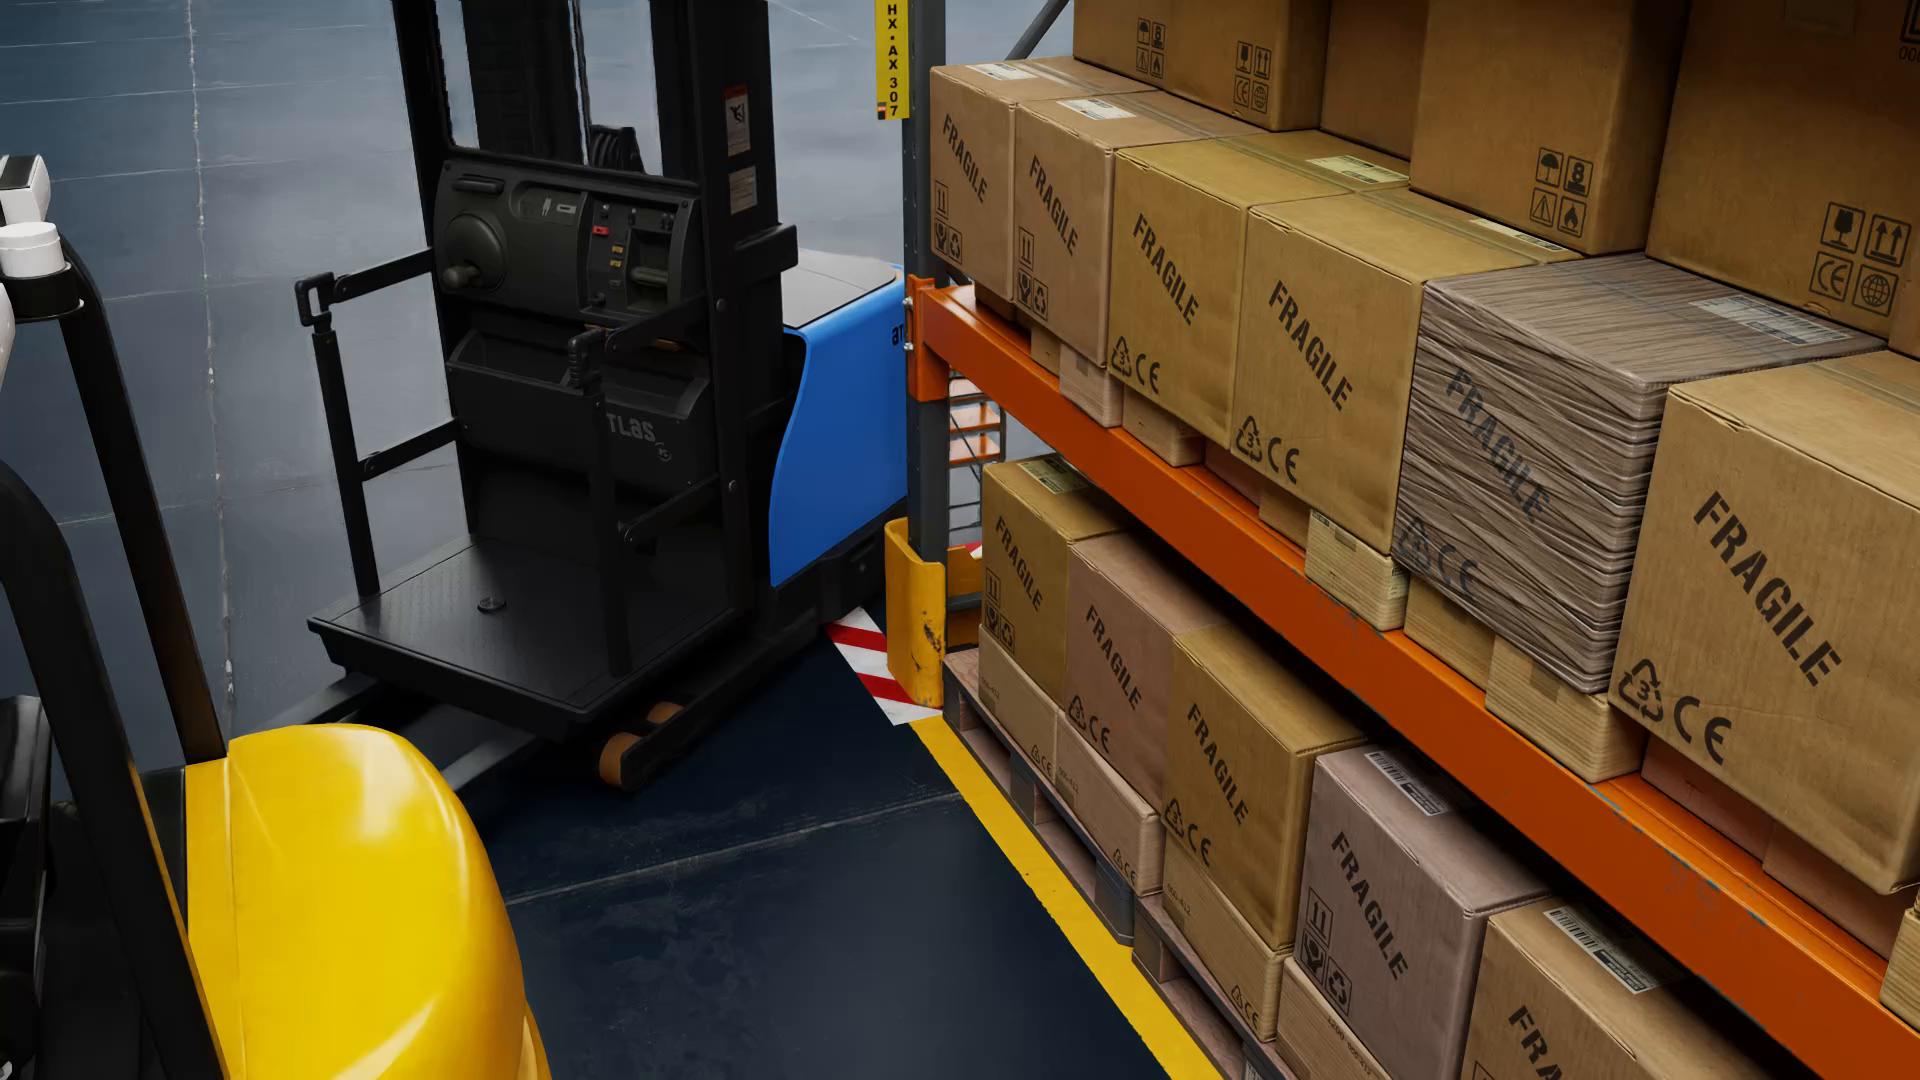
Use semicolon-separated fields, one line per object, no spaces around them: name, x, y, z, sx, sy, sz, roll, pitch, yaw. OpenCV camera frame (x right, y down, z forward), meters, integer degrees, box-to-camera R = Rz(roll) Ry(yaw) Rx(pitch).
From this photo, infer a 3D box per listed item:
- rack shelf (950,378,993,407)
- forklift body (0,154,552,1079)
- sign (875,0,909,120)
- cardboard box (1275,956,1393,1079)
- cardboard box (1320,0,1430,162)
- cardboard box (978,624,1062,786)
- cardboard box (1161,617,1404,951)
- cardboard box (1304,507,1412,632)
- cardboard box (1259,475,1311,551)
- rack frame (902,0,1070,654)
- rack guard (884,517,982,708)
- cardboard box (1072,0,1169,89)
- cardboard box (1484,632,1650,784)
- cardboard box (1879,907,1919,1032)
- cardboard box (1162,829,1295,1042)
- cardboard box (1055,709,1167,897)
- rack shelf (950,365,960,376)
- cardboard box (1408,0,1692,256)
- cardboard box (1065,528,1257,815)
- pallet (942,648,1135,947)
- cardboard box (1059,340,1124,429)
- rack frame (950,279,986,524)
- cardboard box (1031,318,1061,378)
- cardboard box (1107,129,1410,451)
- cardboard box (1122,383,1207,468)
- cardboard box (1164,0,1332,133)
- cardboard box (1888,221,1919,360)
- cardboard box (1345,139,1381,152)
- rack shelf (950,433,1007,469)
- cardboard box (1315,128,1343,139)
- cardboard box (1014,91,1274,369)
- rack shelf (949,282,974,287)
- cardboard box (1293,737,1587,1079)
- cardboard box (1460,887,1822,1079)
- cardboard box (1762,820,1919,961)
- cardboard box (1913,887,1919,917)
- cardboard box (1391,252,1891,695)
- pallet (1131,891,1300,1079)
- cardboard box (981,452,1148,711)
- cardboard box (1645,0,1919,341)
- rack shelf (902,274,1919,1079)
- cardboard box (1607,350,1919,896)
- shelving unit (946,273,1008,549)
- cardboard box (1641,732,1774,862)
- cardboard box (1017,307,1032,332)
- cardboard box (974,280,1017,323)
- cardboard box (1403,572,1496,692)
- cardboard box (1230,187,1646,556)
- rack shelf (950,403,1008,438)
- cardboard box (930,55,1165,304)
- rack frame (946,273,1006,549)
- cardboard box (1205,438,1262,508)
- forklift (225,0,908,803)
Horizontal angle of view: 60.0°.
rack shelf;0.020;-0.513;6.035;0.258;0.103;0.180;-10;28;-20
forklift body;-1.826;0.672;2.423;2.313;2.155;1.214;-11;28;-21
sign;-0.181;-1.312;4.532;0.100;0.325;0.005;-11;28;-21
cardboard box;0.993;1.034;3.370;0.500;0.250;0.500;-10;28;-20
cardboard box;1.205;-1.082;3.454;0.700;0.500;0.500;-11;28;-21
cardboard box;0.380;0.404;4.660;0.500;0.250;0.500;-11;28;-21
cardboard box;0.787;0.490;3.627;0.500;0.500;0.500;-10;28;-20
cardboard box;0.871;0.018;3.080;0.380;0.149;0.250;-10;28;-20
cardboard box;0.826;-0.093;3.309;0.380;0.149;0.250;-11;28;-22
rack frame;0.318;-1.016;4.913;1.000;3.000;0.127;-11;28;-21
rack guard;0.348;0.138;5.398;1.175;0.500;0.348;-11;28;-21
cardboard box;0.719;-1.476;4.261;0.700;0.500;0.500;-11;28;-22
cardboard box;1.077;0.224;2.658;0.380;0.149;0.250;-11;28;-21
cardboard box;1.374;0.534;2.023;0.380;0.149;0.250;-10;28;-19
cardboard box;0.798;0.829;3.788;0.500;0.250;0.500;-9;27;-17
cardboard box;0.573;0.611;4.235;0.500;0.250;0.500;-10;28;-19
rack shelf;0.020;-0.621;5.982;0.258;0.103;0.180;-10;28;-20
cardboard box;1.272;-0.856;2.993;0.700;0.500;0.500;-11;28;-21
cardboard box;0.598;0.287;4.045;0.500;0.500;0.500;-12;28;-23
pallet;0.634;0.601;4.778;1.003;0.211;1.213;-11;28;-21
cardboard box;0.459;-0.400;3.937;0.380;0.149;0.250;-10;28;-20
rack frame;-0.015;-0.590;6.091;0.240;1.200;0.006;-10;28;-20
cardboard box;0.402;-0.510;4.162;0.380;0.149;0.250;-12;28;-22
cardboard box;0.655;-0.542;3.488;0.500;0.500;0.500;-11;28;-22
cardboard box;0.591;-0.301;3.734;0.380;0.149;0.250;-10;28;-19
cardboard box;0.910;-1.270;3.840;0.700;0.500;0.500;-10;28;-20
cardboard box;1.732;-0.454;2.169;0.700;0.500;0.500;-10;28;-20
cardboard box;1.169;-0.618;3.643;0.500;0.500;0.500;-11;28;-21
rack shelf;0.020;-0.298;6.140;0.258;0.103;0.180;-10;28;-20
cardboard box;0.976;-0.820;4.058;0.500;0.500;0.500;-11;28;-20
cardboard box;0.454;-0.747;3.909;0.500;0.500;0.500;-10;28;-19
rack shelf;0.020;-0.837;5.877;0.258;0.103;0.180;-10;28;-20
cardboard box;1.004;0.705;3.188;0.500;0.500;0.500;-9;27;-18
cardboard box;1.205;0.911;2.767;0.500;0.500;0.500;-10;28;-20
cardboard box;1.344;0.416;2.266;0.380;0.149;0.250;-10;28;-20
cardboard box;1.482;0.283;1.798;0.500;0.500;0.500;-11;28;-22
cardboard box;1.067;-0.132;2.649;0.500;0.500;0.500;-10;28;-19
pallet;1.107;1.093;3.770;1.003;0.211;1.213;-11;28;-21
cardboard box;0.389;0.076;4.476;0.500;0.500;0.500;-12;28;-22
cardboard box;1.560;-0.662;2.594;0.700;0.500;0.500;-11;28;-22
rack shelf;1.101;0.114;3.417;1.077;0.370;4.000;-11;28;-21
cardboard box;1.274;0.077;2.221;0.500;0.500;0.500;-10;28;-19
shelving unit;0.020;-0.553;6.015;0.258;1.200;0.189;-10;28;-20
cardboard box;1.259;0.313;2.477;0.380;0.149;0.250;-11;28;-21
cardboard box;0.373;-0.631;4.410;0.380;0.149;0.250;-10;28;-20
cardboard box;0.261;-0.731;4.614;0.380;0.149;0.250;-10;28;-20
cardboard box;1.005;0.116;2.880;0.380;0.149;0.250;-11;28;-22
cardboard box;0.862;-0.338;3.071;0.500;0.500;0.500;-11;28;-22
rack shelf;0.020;-0.405;6.087;0.258;0.103;0.180;-10;28;-20
cardboard box;0.248;-0.956;4.336;0.500;0.500;0.500;-11;28;-21
rack frame;0.055;-0.516;5.939;0.240;1.200;0.006;-10;28;-20
cardboard box;0.750;-0.205;3.537;0.380;0.149;0.250;-10;28;-19
forklift;-1.250;-0.825;4.600;1.130;2.935;3.031;14;29;26
